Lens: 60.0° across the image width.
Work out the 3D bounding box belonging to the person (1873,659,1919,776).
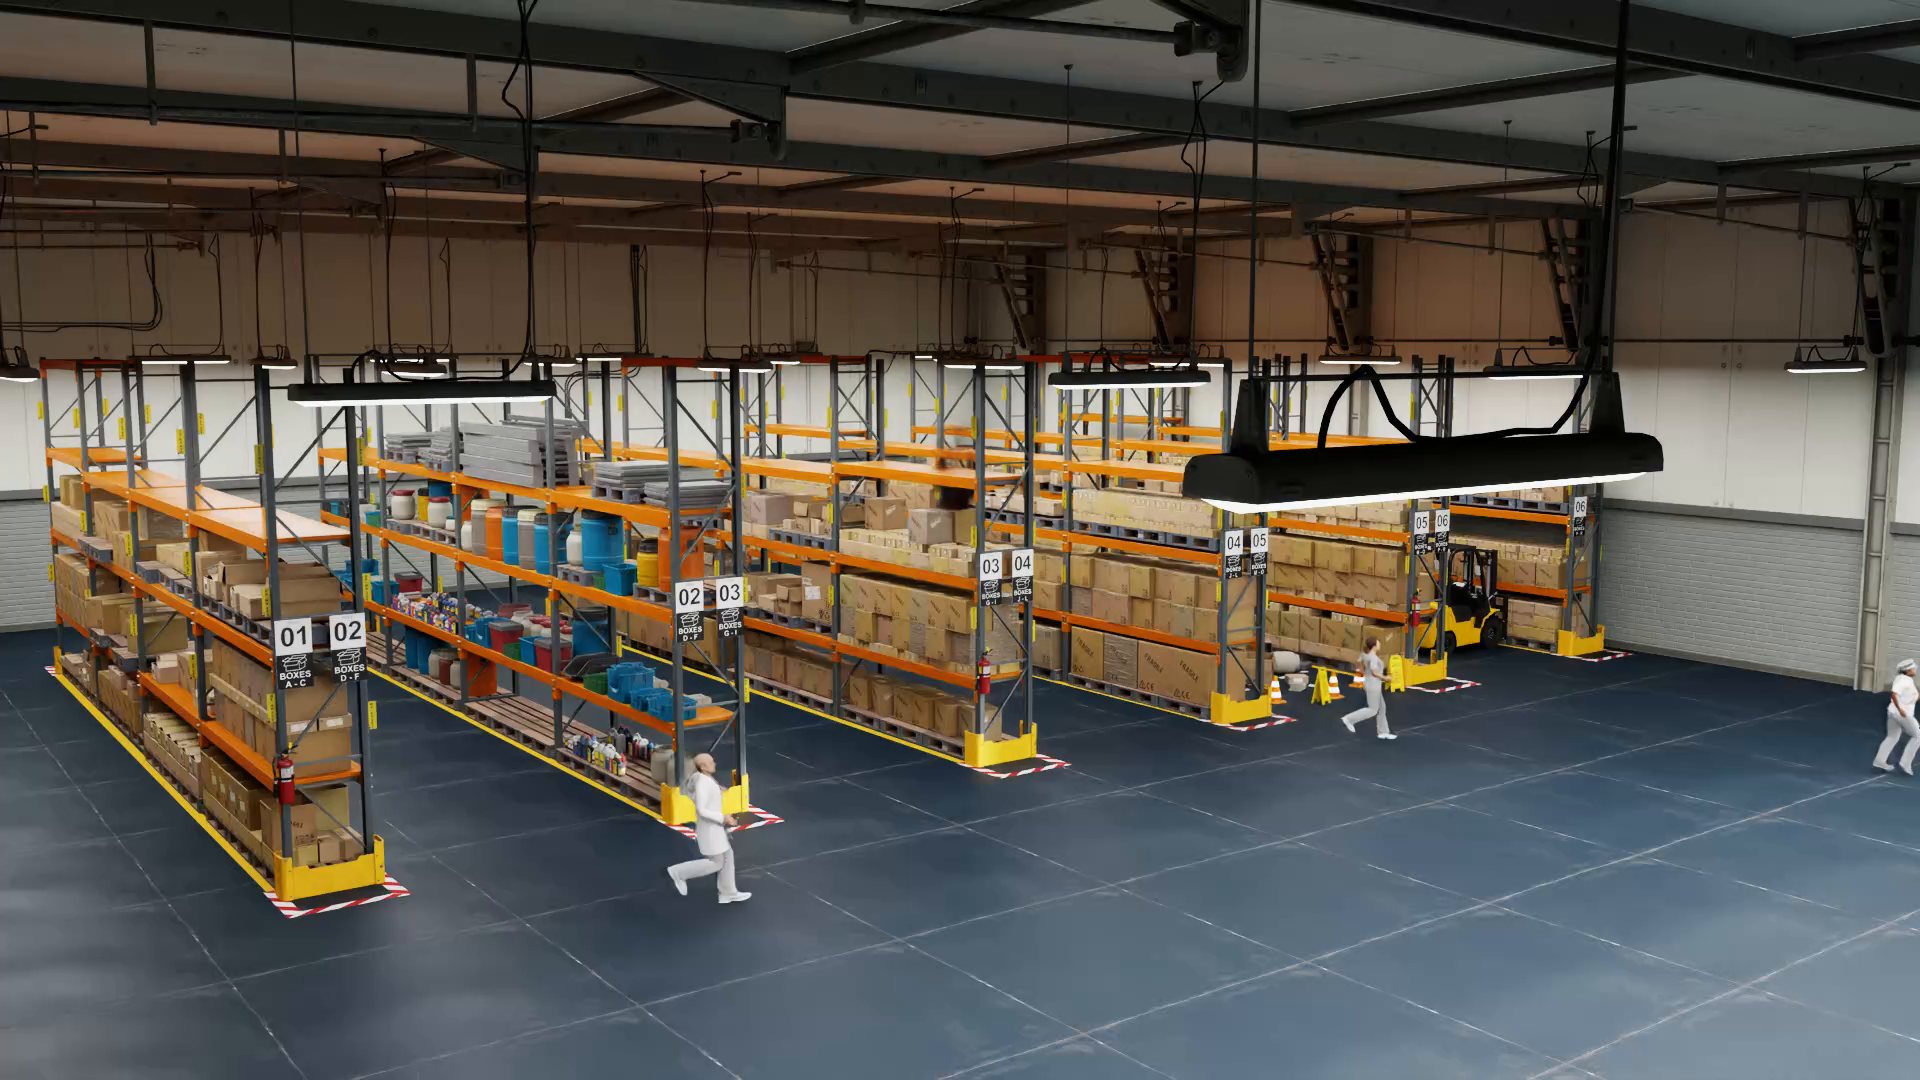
[{"bbox_3d":[13.805,2.593,24.364,0.713,1.751,0.545,1,7,7],"label":"person"}]

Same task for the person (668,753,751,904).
[{"bbox_3d":[-2.822,3.245,18.678,0.926,1.747,0.724,-1,7,-11],"label":"person"}]

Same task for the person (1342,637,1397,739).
[{"bbox_3d":[6.508,2.361,26.384,0.901,1.639,0.571,0,7,-1],"label":"person"}]

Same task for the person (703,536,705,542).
[{"bbox_3d":[-6.293,0.713,39.595,0.760,1.714,0.935,2,7,12],"label":"person"}]
